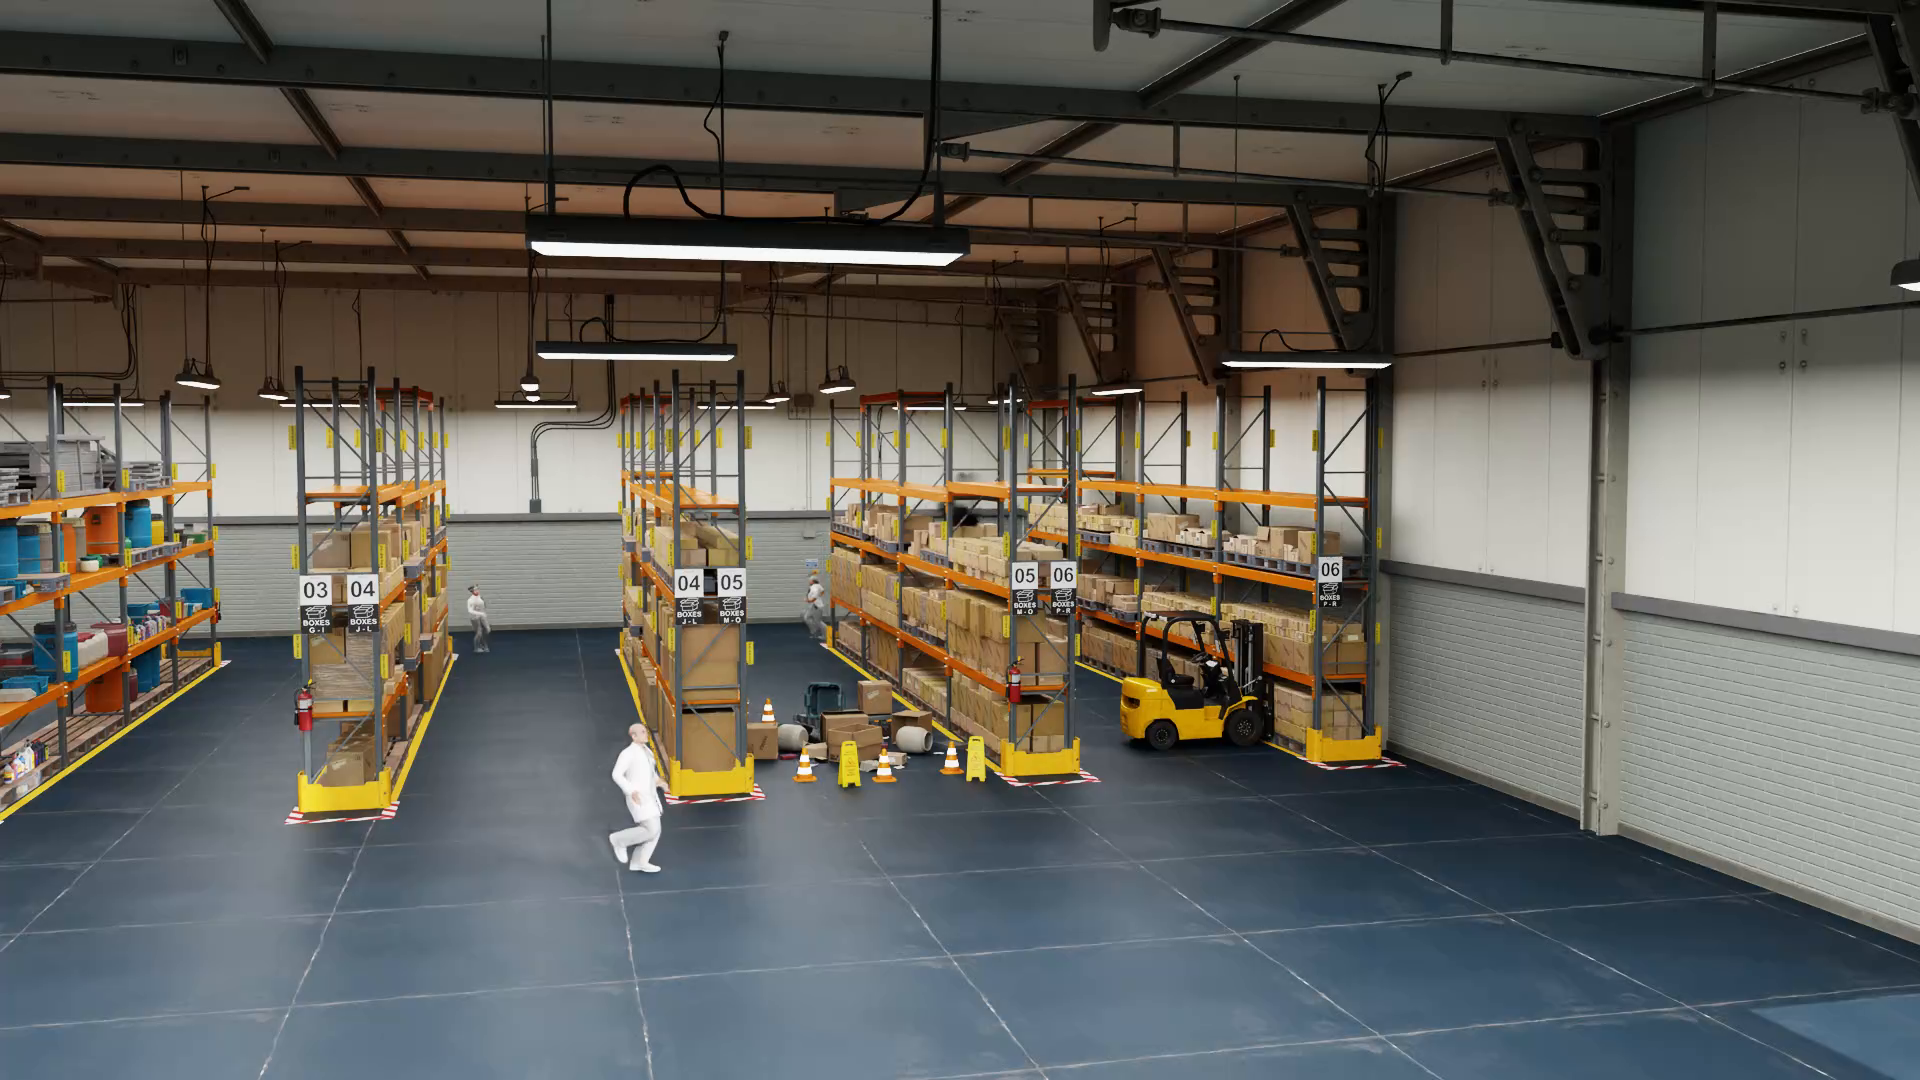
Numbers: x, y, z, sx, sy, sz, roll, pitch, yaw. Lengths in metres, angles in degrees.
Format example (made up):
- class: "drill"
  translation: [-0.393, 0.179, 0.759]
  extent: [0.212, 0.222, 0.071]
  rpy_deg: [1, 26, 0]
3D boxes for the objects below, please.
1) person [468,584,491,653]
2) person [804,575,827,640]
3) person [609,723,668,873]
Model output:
- class: "person"
  translation: [-11.312, 1.856, 39.047]
  extent: [0.569, 1.670, 0.640]
  rpy_deg: [2, 4, 27]
- class: "person"
  translation: [-3.582, 1.712, 41.566]
  extent: [0.652, 1.671, 0.651]
  rpy_deg: [-1, 3, -10]
- class: "person"
  translation: [-3.723, 2.990, 19.293]
  extent: [0.638, 1.733, 0.710]
  rpy_deg: [1, 4, 16]
